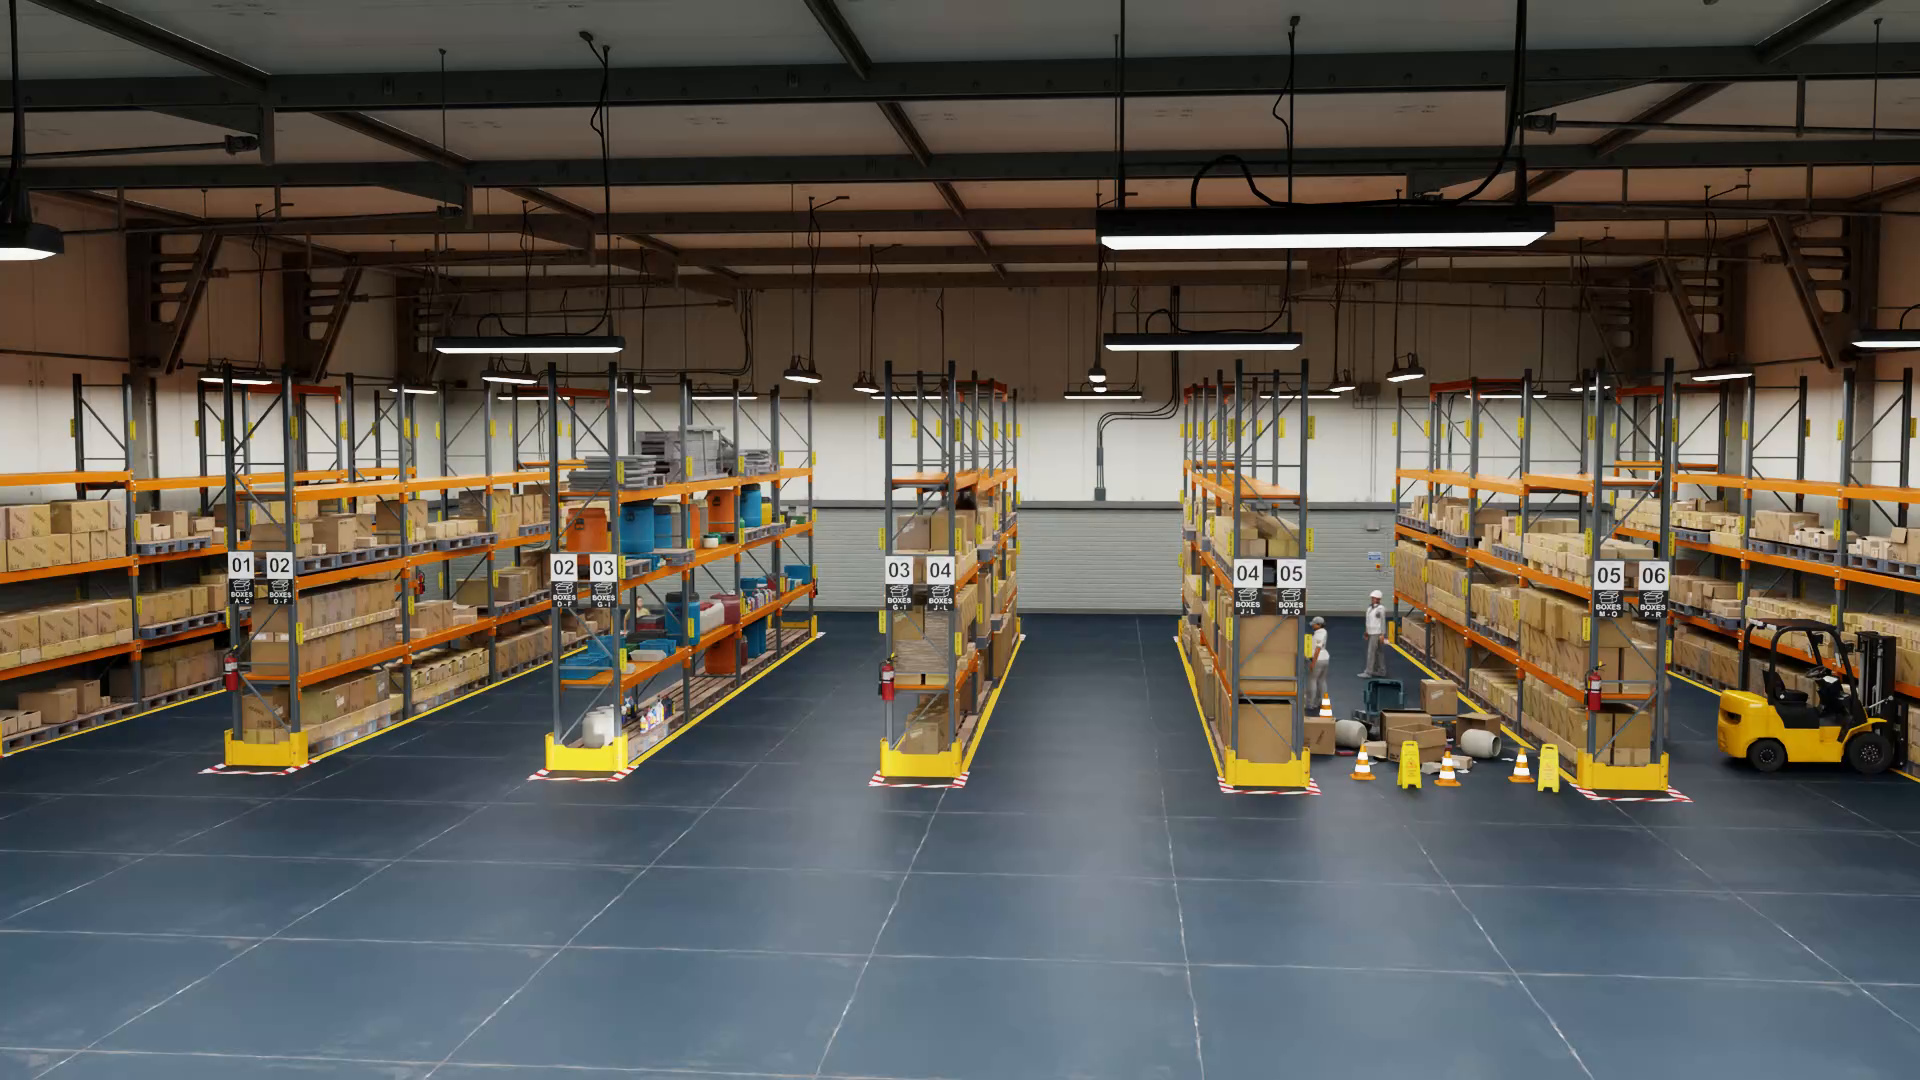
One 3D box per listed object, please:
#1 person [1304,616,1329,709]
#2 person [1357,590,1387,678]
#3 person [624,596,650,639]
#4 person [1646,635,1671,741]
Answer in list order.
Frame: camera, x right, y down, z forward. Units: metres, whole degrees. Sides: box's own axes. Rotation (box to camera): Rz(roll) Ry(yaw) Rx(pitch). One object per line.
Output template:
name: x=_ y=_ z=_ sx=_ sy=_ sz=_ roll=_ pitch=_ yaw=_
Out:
person: x=6.405 y=2.211 z=29.975 sx=0.455 sy=1.673 sz=0.579 roll=2 pitch=4 yaw=32
person: x=8.371 y=1.903 z=33.802 sx=0.625 sy=1.764 sz=0.570 roll=0 pitch=4 yaw=7
person: x=-6.591 y=1.959 z=34.012 sx=0.621 sy=1.649 sz=0.982 roll=0 pitch=4 yaw=5
person: x=11.266 y=2.388 z=26.900 sx=0.471 sy=1.728 sz=0.615 roll=3 pitch=5 yaw=38
